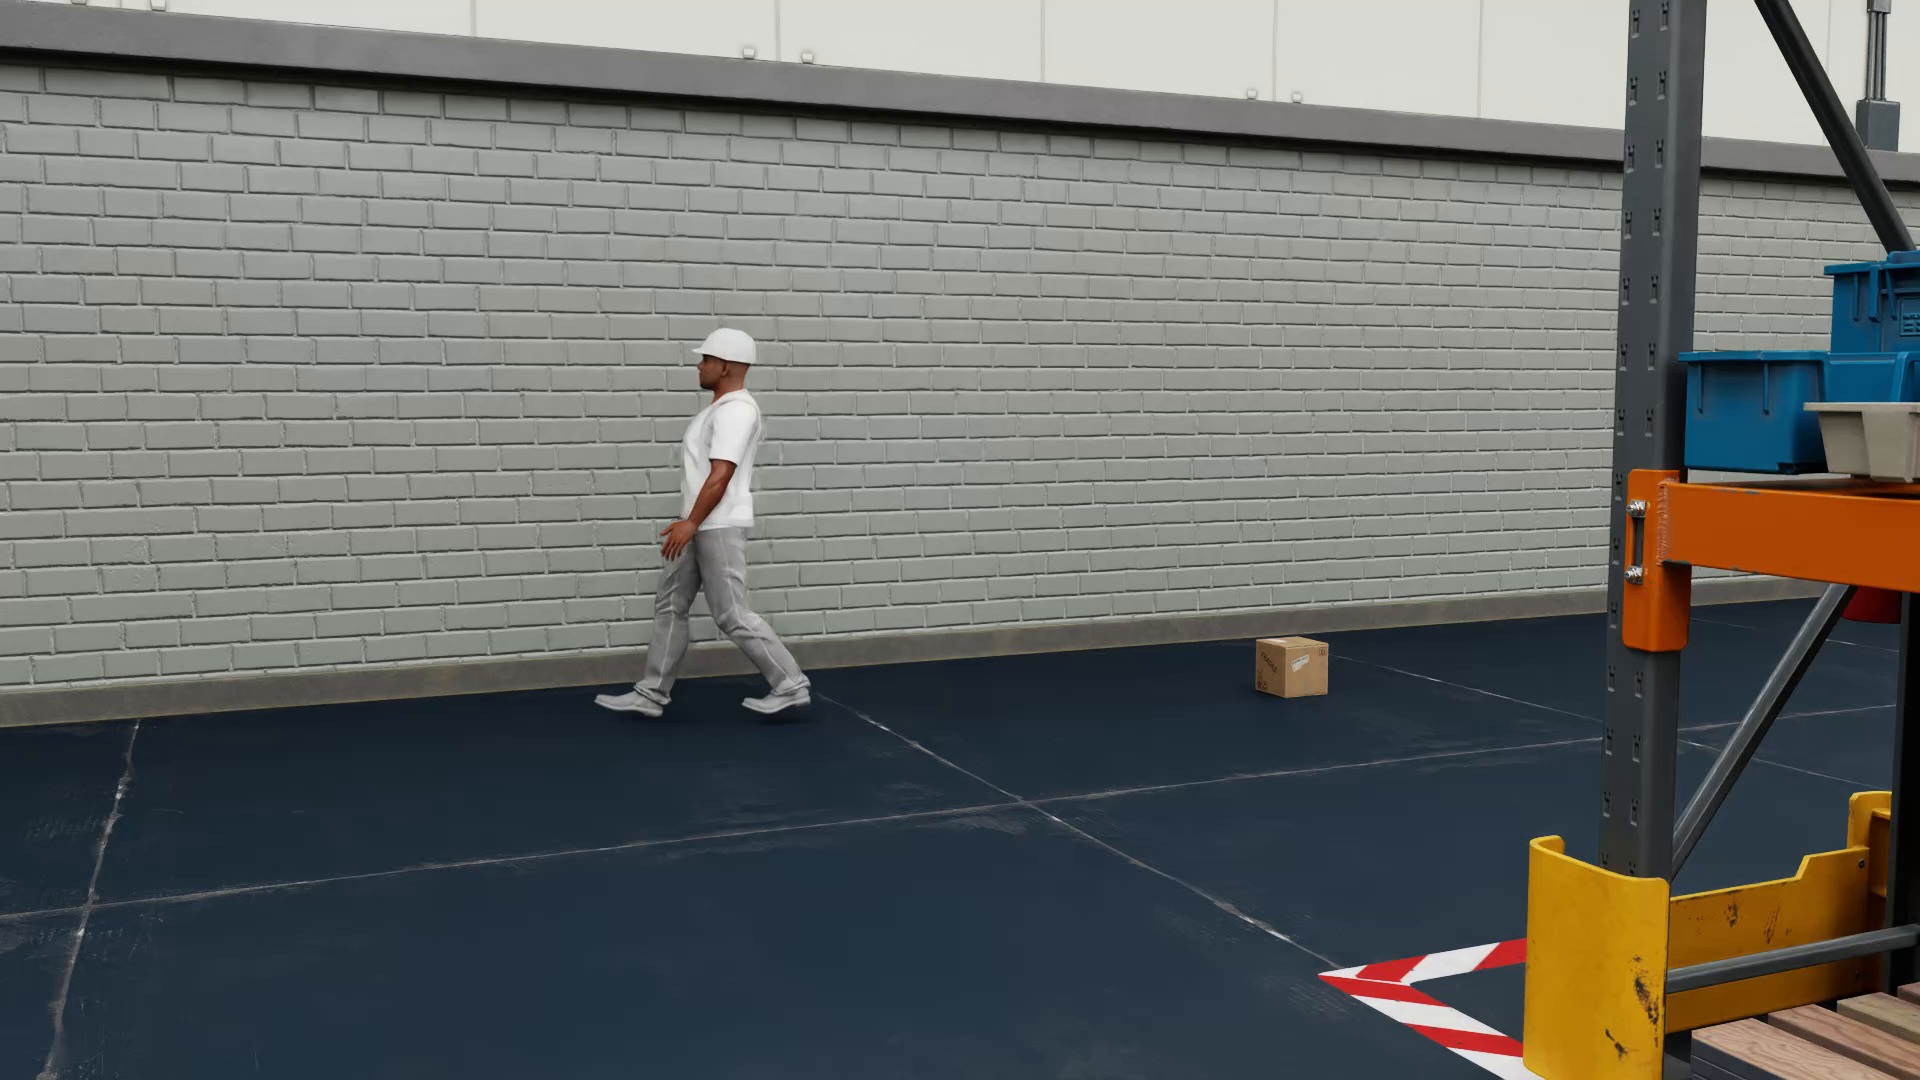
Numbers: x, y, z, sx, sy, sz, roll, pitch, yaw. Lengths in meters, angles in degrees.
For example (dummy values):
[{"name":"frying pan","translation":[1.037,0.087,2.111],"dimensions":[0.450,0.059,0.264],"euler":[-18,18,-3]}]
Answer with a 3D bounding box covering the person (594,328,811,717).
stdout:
[{"name":"person","translation":[-1.144,-0.062,7.326],"dimensions":[0.937,1.732,0.569],"euler":[-1,6,-15]}]
